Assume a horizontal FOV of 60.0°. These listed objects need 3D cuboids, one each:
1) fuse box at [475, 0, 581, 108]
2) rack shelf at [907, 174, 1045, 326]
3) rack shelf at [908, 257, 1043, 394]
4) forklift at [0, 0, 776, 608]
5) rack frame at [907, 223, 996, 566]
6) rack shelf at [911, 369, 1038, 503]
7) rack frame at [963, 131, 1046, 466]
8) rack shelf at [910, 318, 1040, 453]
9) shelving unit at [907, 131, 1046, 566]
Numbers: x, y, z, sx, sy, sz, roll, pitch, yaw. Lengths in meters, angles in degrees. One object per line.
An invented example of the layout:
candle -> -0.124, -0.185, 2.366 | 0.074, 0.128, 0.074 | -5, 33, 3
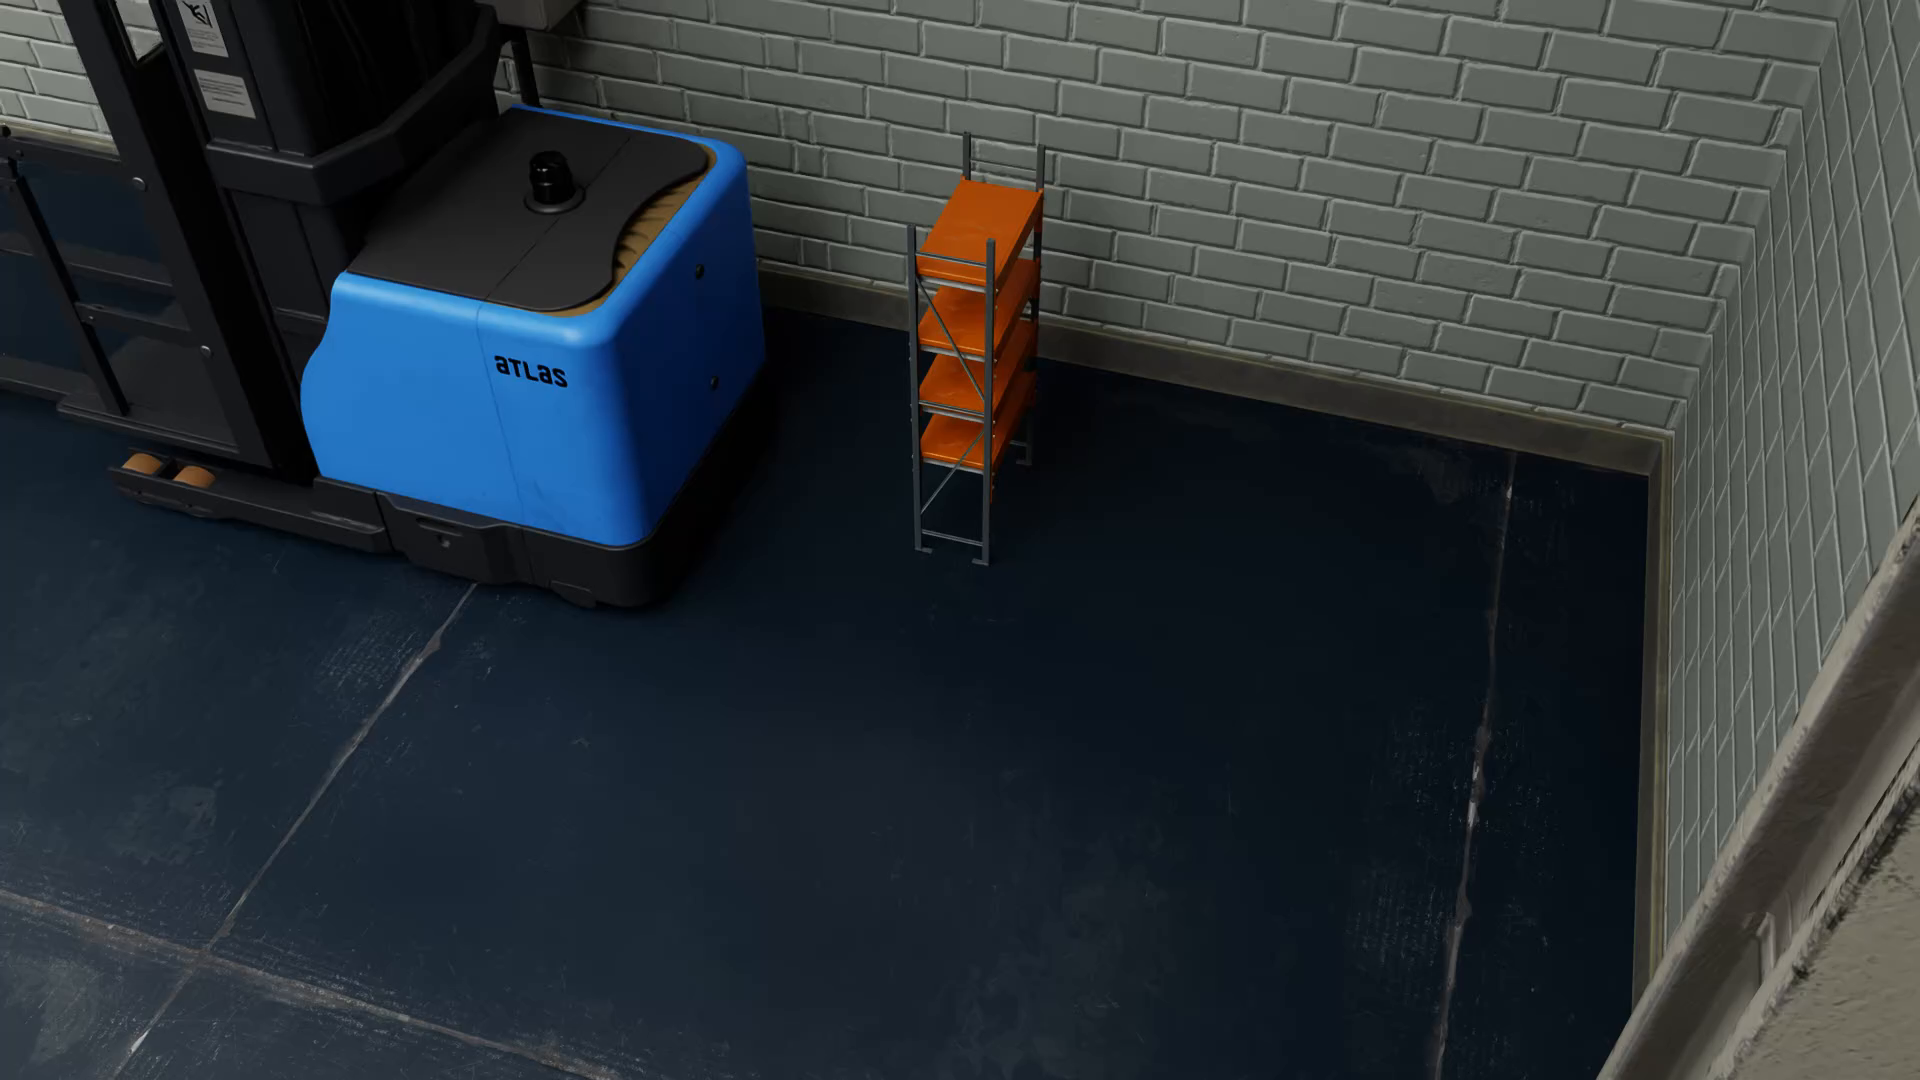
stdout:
fuse box -> -1.511, -1.529, 5.589 | 0.539, 1.711, 0.414 | 13, 46, 13
rack shelf -> 0.050, -0.820, 4.668 | 0.258, 0.148, 0.480 | 13, 46, 13
rack shelf -> 0.050, -0.651, 4.834 | 0.258, 0.148, 0.480 | 13, 46, 13
forklift -> -2.191, -1.456, 4.643 | 3.031, 2.935, 1.130 | 13, 46, 13
rack frame -> -0.024, -0.377, 4.777 | 0.240, 1.200, 0.015 | 13, 46, 13
rack shelf -> 0.050, -0.349, 5.129 | 0.258, 0.148, 0.480 | 13, 46, 13
rack frame -> 0.124, -0.702, 5.109 | 0.240, 1.200, 0.015 | 13, 46, 13
rack shelf -> 0.050, -0.491, 4.990 | 0.258, 0.148, 0.480 | 13, 46, 13
shelving unit -> 0.050, -0.539, 4.943 | 0.258, 1.200, 0.503 | 13, 46, 13
